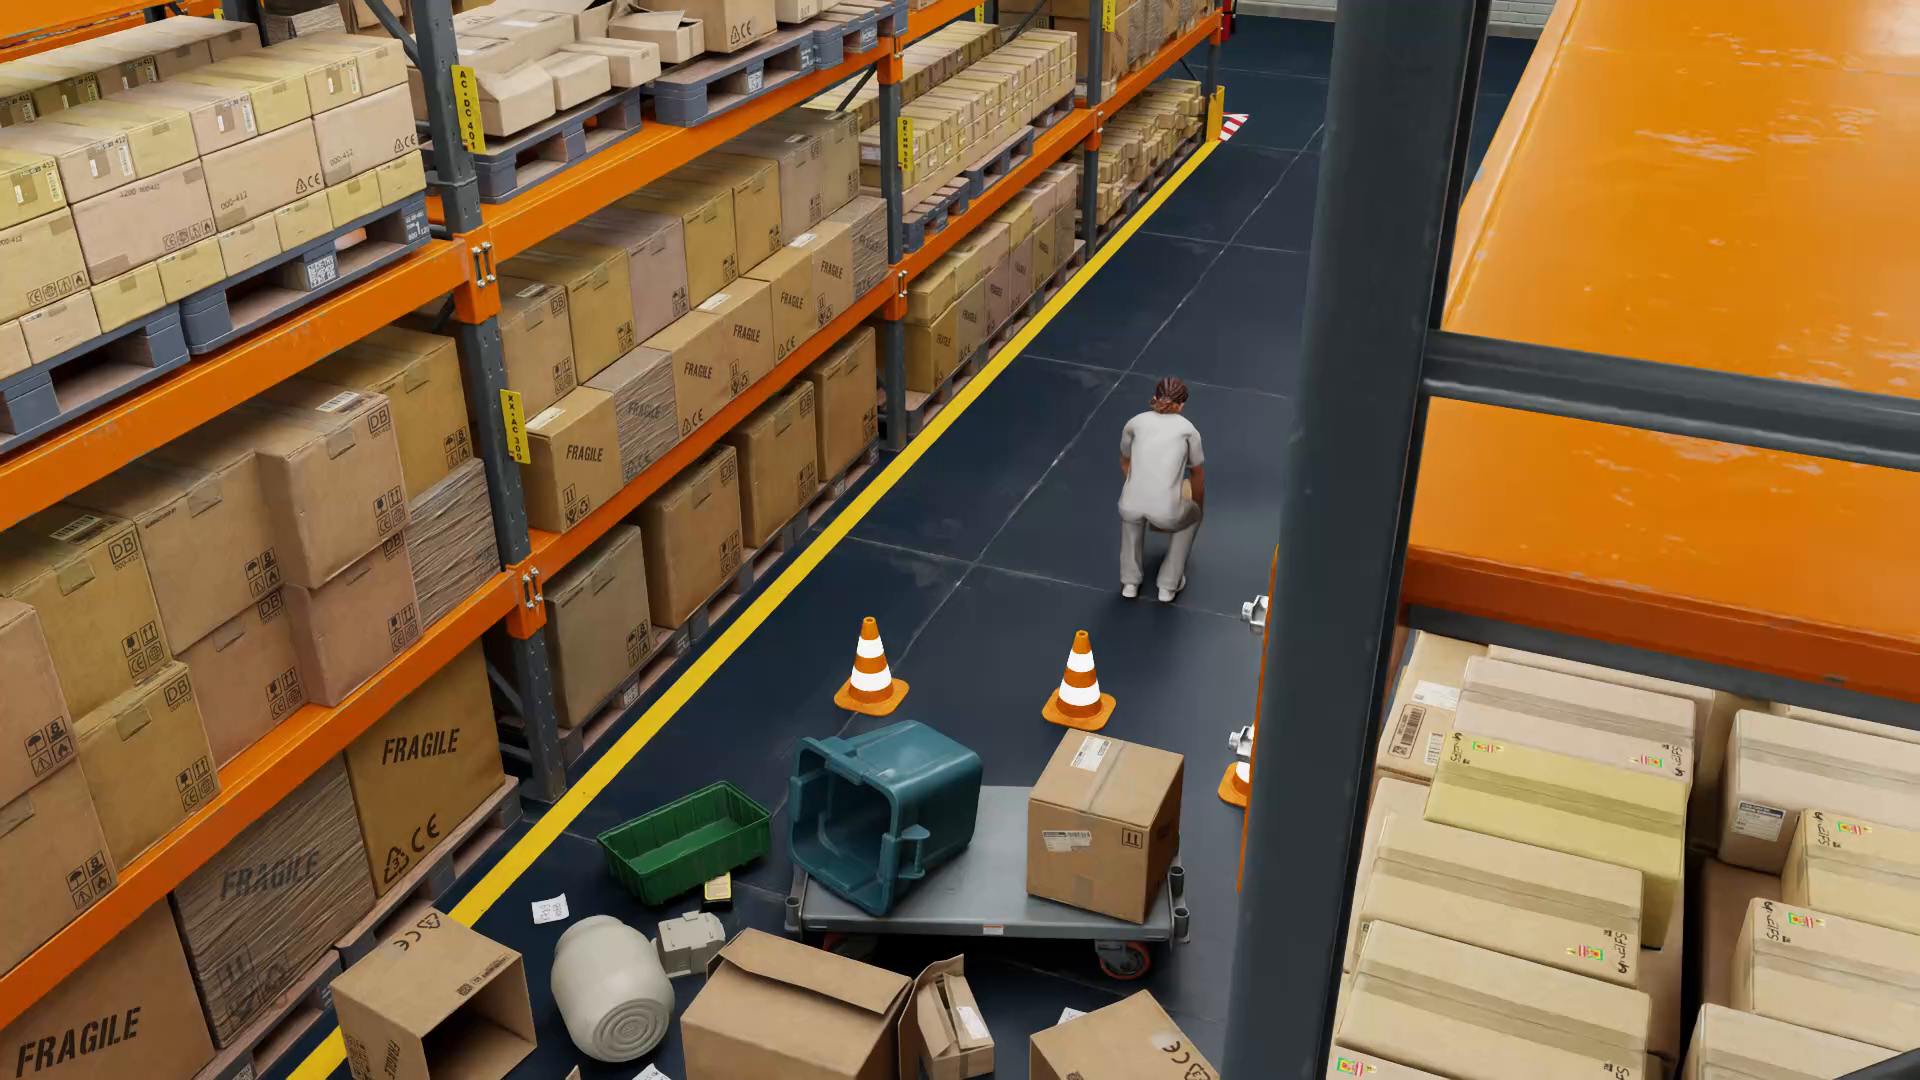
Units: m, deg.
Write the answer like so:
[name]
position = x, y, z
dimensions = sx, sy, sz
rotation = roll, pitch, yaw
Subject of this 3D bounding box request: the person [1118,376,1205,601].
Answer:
[person]
position = 1.096, -0.266, 9.349
dimensions = 0.491, 1.194, 0.725
rotation = 11, 32, 19
